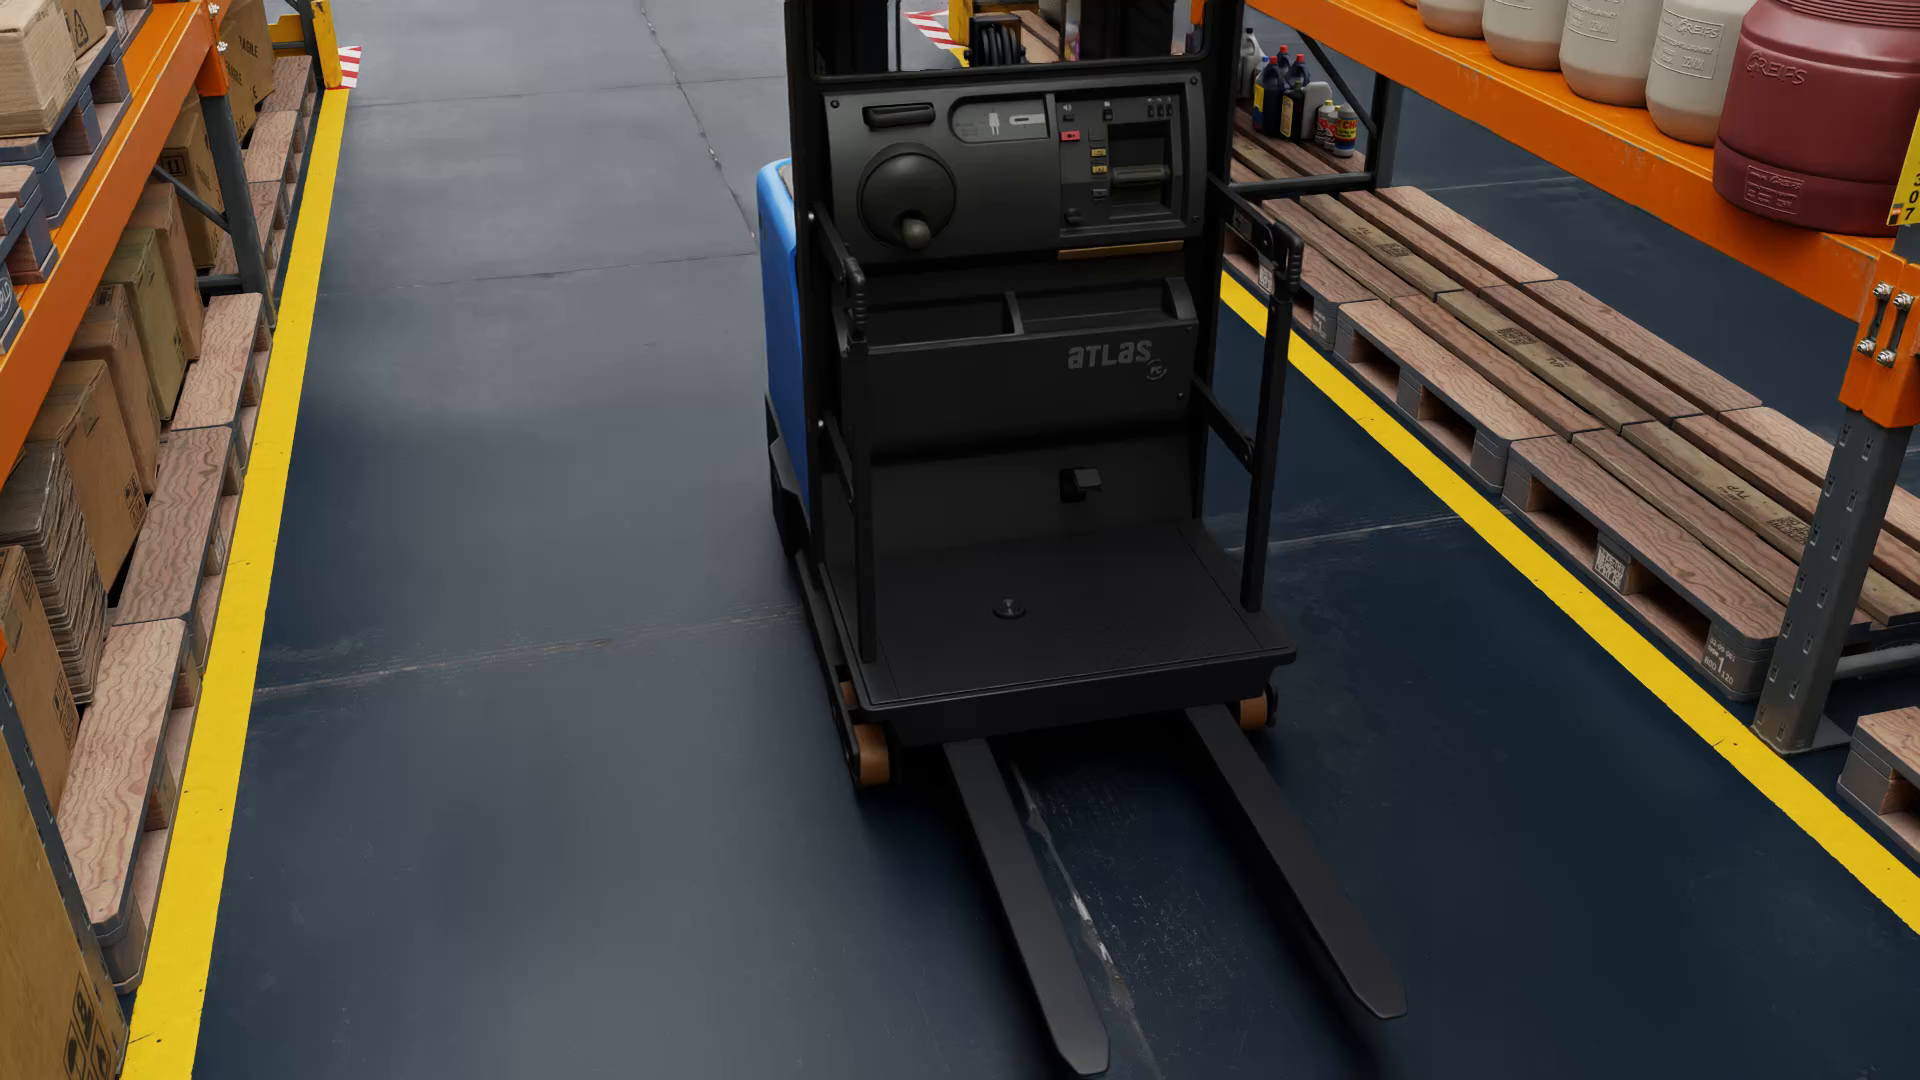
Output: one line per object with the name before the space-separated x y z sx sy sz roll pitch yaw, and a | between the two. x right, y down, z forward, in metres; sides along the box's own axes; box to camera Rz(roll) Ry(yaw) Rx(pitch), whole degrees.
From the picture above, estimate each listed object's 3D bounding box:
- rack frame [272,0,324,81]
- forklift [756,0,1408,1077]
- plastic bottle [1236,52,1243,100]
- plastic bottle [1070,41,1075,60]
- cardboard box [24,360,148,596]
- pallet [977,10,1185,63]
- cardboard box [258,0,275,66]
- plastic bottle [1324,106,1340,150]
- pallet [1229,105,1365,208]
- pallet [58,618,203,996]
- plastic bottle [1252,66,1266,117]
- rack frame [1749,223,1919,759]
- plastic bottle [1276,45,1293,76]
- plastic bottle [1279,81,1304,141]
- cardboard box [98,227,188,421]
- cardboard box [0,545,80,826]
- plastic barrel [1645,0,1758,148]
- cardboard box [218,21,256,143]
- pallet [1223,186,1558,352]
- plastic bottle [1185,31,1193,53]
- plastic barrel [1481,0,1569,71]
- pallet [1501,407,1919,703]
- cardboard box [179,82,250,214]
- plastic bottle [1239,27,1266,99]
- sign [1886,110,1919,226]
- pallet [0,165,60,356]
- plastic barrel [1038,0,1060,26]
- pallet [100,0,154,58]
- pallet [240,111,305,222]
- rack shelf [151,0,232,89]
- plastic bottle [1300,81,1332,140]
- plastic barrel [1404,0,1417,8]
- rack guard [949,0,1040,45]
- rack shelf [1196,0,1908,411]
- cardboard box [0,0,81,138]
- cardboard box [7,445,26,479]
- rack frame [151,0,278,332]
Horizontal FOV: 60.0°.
rack frame | -4.321 -4.037 9.231 1.000 3.000 0.127 -8 31 -13
forklift | 0.195 -0.857 3.805 1.130 2.935 3.031 -7 31 -12
plastic bottle | 1.402 -2.485 8.829 0.152 0.276 0.135 -8 31 -13
plastic bottle | 0.662 -2.708 9.288 0.097 0.201 0.097 0 30 0
cardboard box | -2.712 -0.142 4.557 0.700 0.500 0.500 -5 30 -9
pallet | 0.730 -3.065 10.335 1.003 0.211 1.213 -8 31 -13
cardboard box | -4.172 -2.833 9.227 0.500 0.500 0.500 -2 30 -4
plastic bottle | 1.827 -2.004 8.073 0.097 0.201 0.097 0 30 0
pallet | 1.378 -1.887 8.299 1.003 0.211 1.213 -8 31 -13
pallet | -2.404 0.656 3.906 1.003 0.211 1.213 -8 31 -13
plastic bottle | 1.547 -2.272 8.466 0.097 0.271 0.097 0 30 0
rack frame | 2.577 -0.832 3.693 1.000 3.000 0.127 -8 31 -13
plastic bottle | 1.651 -2.344 8.510 0.144 0.351 0.185 -9 31 -15
plastic bottle | 1.639 -2.129 8.206 0.061 0.283 0.133 -8 31 -13
cardboard box | -3.009 -0.682 5.489 0.700 0.500 0.500 -8 31 -14
cardboard box | -2.395 0.397 3.626 0.700 0.500 0.500 -9 31 -16
plastic barrel | 2.098 -1.349 4.474 0.421 0.512 0.421 0 30 0
cardboard box | -3.832 -2.244 8.209 0.500 0.500 0.500 -5 30 -9
pallet | 1.762 -1.183 7.083 1.003 0.211 1.213 -8 31 -13
plastic bottle | 1.302 -2.742 9.265 0.061 0.283 0.133 -8 31 -13
plastic barrel | 1.868 -1.768 5.175 0.433 0.535 0.433 0 30 0
pallet | 2.409 -0.004 5.047 1.003 0.211 1.213 -8 31 -13
cardboard box | -3.487 -1.679 7.233 0.500 0.500 0.500 2 30 3
plastic bottle | 1.539 -2.549 8.865 0.144 0.351 0.185 -8 31 -14
sign | 2.049 -0.826 3.520 0.100 0.325 0.005 -8 31 -13
pallet | -2.490 -0.420 3.173 1.213 0.211 1.003 -8 31 -13
plastic barrel | 0.702 -3.493 10.355 0.421 0.512 0.421 0 30 0
pallet | -3.197 -1.634 5.270 1.003 0.211 1.213 -8 31 -13
pallet | -3.799 -1.808 8.164 1.003 0.211 1.213 -8 31 -13
rack shelf | -3.790 -2.760 7.742 1.077 0.370 4.000 -8 31 -13
plastic bottle | 1.742 -2.140 8.233 0.152 0.276 0.135 -7 31 -11
plastic barrel | 1.719 -2.044 5.926 0.301 0.262 0.301 0 30 0
rack guard | 0.519 -3.583 10.942 1.175 0.500 0.348 -8 31 -13
rack shelf | 2.047 -1.487 5.542 1.077 0.370 4.000 -8 31 -13
cardboard box | -2.421 -1.130 3.939 0.500 0.250 0.500 -9 31 -15
cardboard box | -2.555 -0.181 3.876 0.500 0.250 0.500 -4 30 -8
rack frame | -3.260 -2.105 5.893 1.000 3.000 0.127 -8 31 -13
